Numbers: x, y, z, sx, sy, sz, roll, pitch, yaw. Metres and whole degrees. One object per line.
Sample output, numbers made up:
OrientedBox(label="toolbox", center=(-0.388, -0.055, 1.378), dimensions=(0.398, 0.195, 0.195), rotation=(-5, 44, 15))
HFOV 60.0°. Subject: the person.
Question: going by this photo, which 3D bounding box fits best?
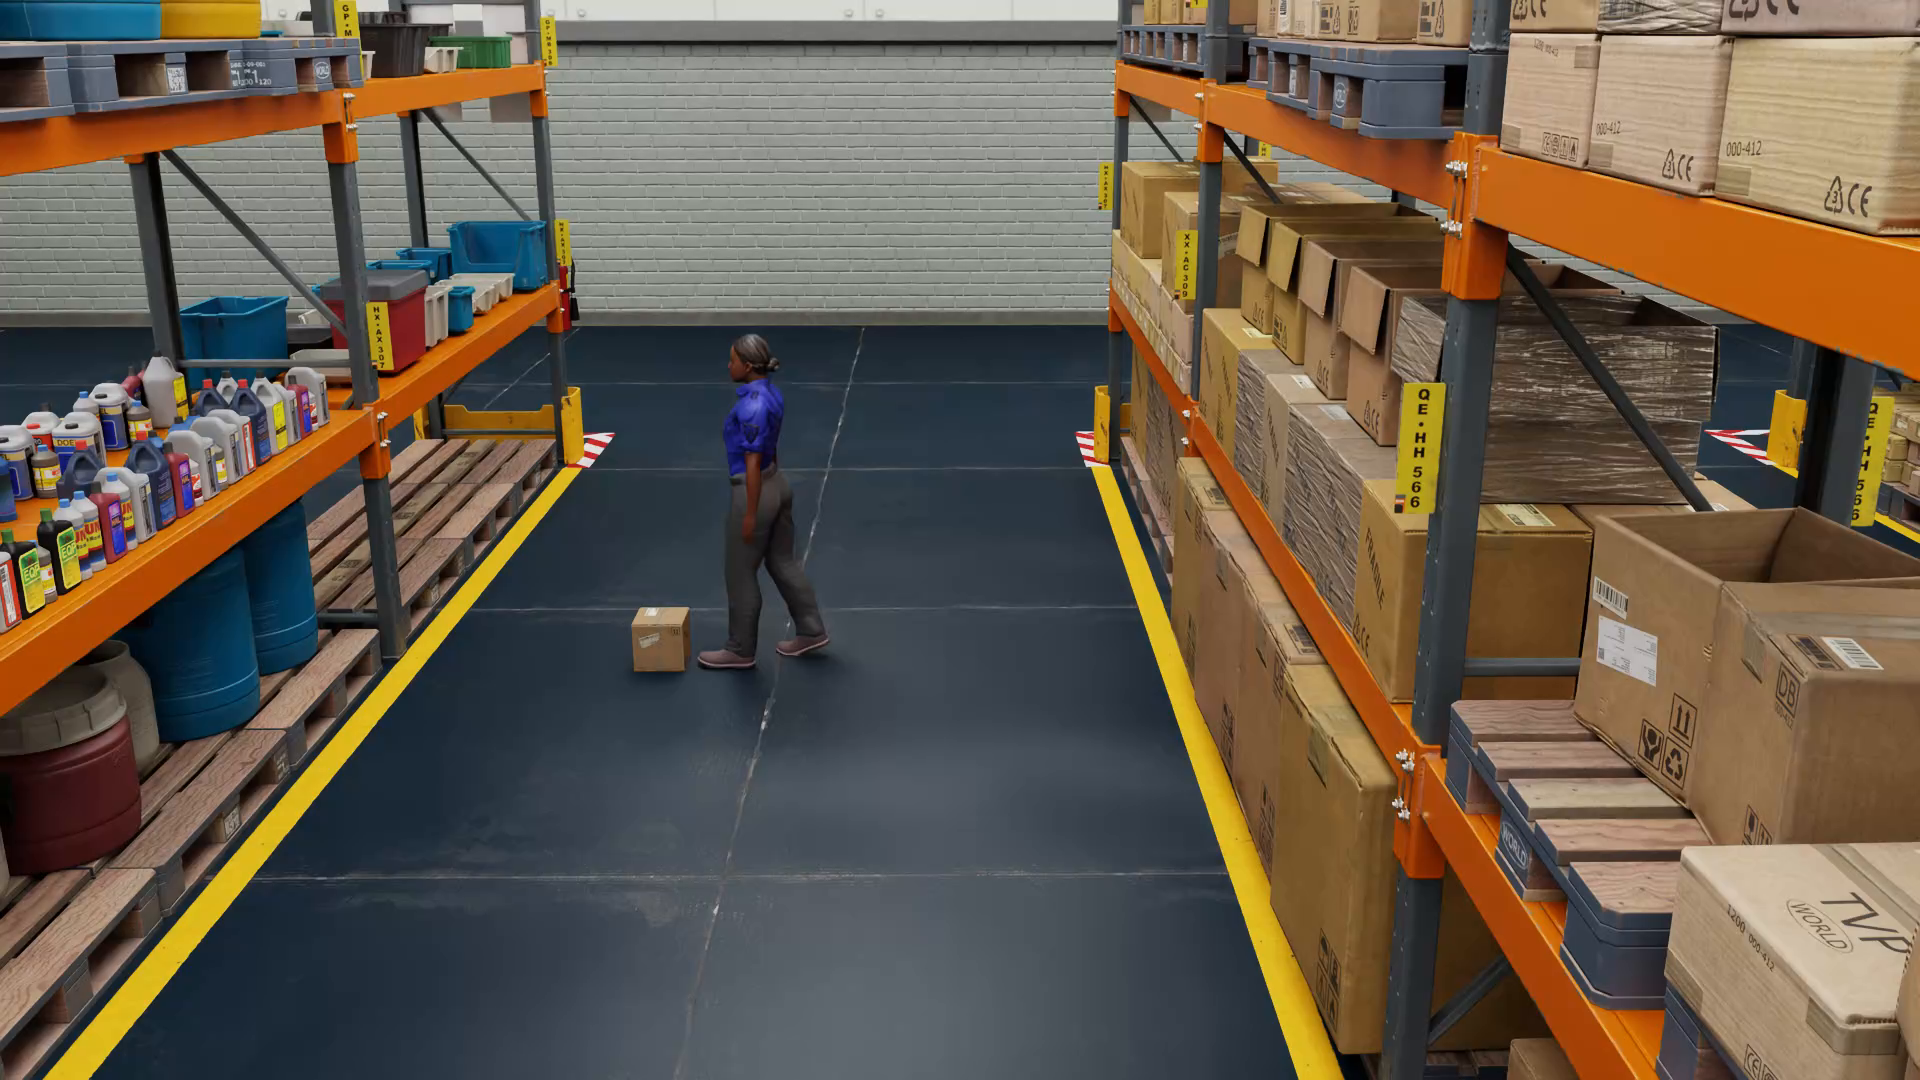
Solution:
OrientedBox(label="person", center=(-0.988, -0.180, 8.124), dimensions=(0.615, 1.669, 0.449), rotation=(3, 18, 11))
